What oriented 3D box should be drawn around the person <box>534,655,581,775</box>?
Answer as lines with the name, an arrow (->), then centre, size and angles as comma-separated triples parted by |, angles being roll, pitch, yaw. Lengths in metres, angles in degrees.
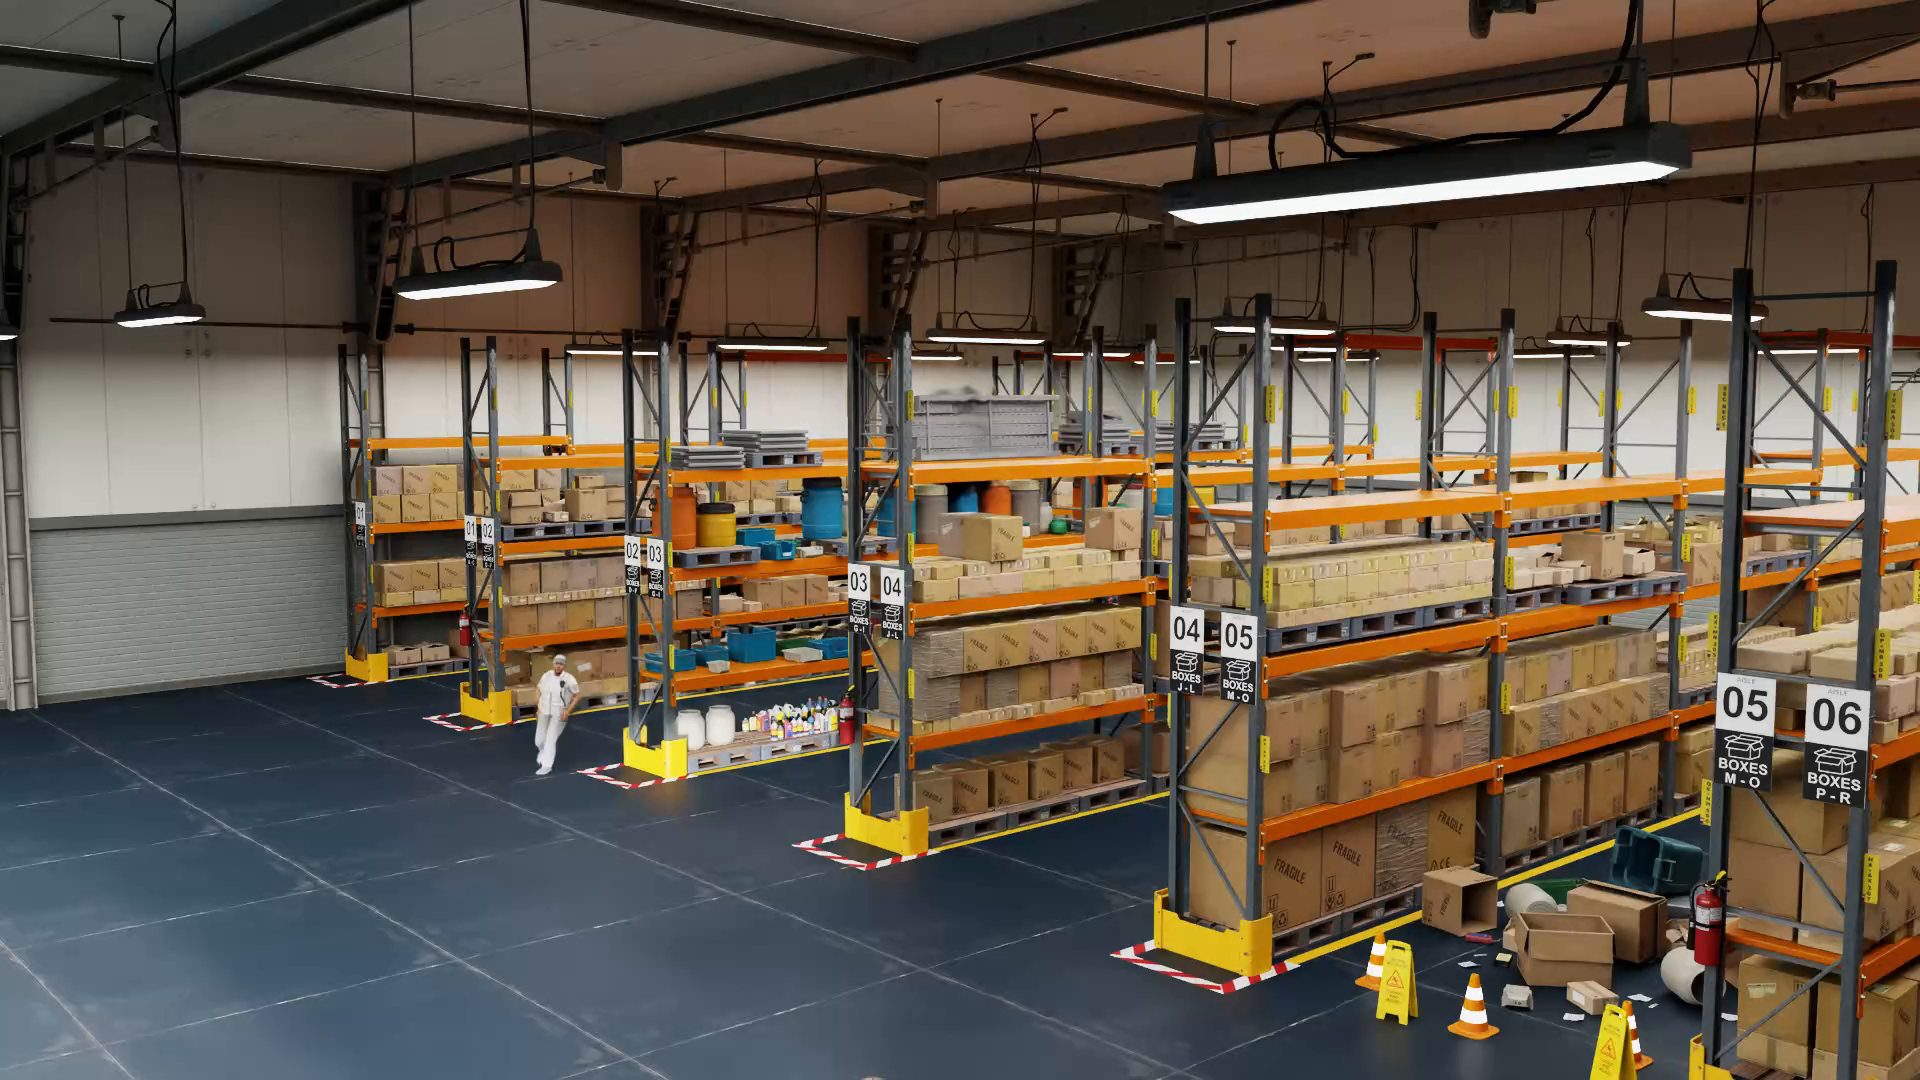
person -> -5.478, 2.346, 22.577 | 0.688, 1.614, 0.546 | 0, 5, 4

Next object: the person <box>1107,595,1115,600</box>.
person -> 3.112, 1.465, 32.806 | 0.521, 1.550, 0.577 | 4, 6, 37
